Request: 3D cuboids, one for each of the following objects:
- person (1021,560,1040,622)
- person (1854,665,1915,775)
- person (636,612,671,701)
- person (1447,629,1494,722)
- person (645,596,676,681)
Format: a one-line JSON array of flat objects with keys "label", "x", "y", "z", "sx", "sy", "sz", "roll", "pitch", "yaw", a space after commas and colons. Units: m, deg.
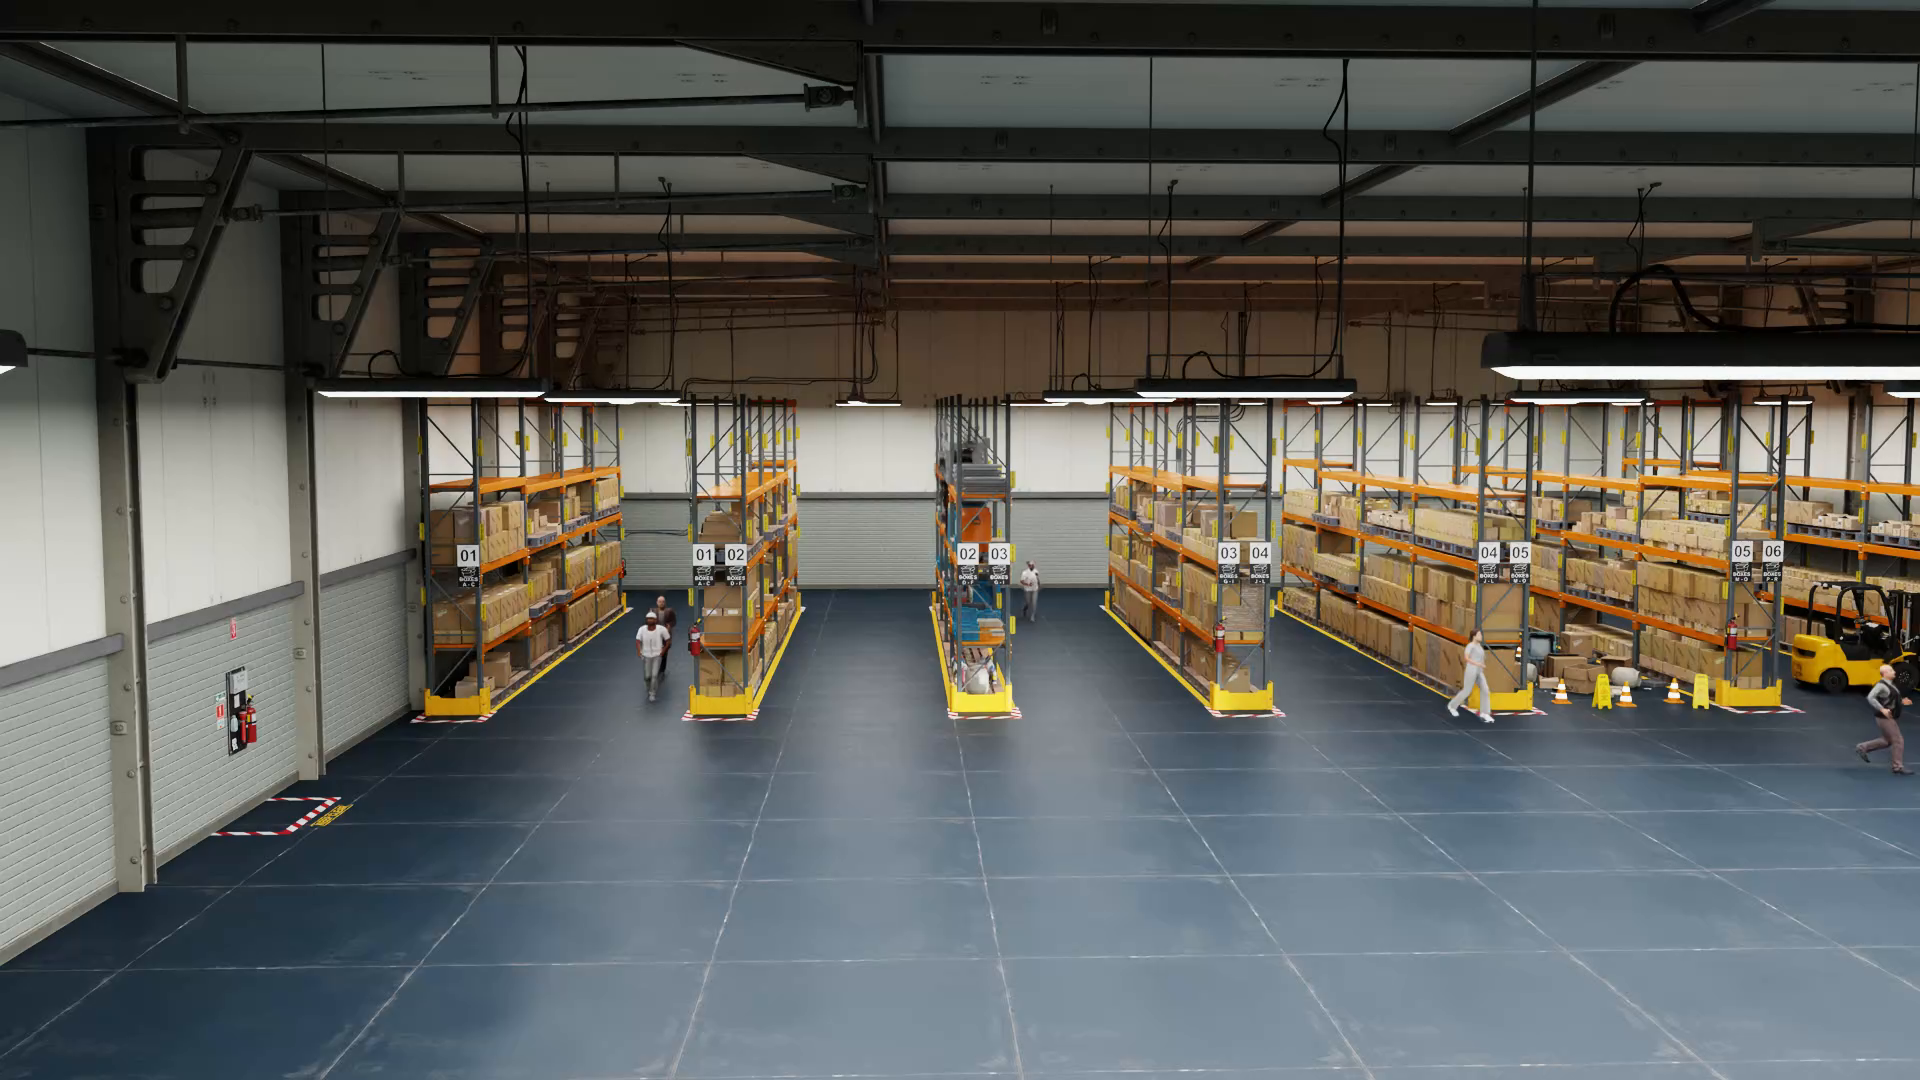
[{"label": "person", "x": 1.909, "y": 1.353, "z": 44.933, "sx": 0.576, "sy": 1.664, "sz": 0.731, "roll": -1, "pitch": 5, "yaw": -17}, {"label": "person", "x": 14.578, "y": 2.811, "z": 26.180, "sx": 0.887, "sy": 1.696, "sz": 0.668, "roll": 4, "pitch": 6, "yaw": 43}, {"label": "person", "x": -6.056, "y": 2.280, "z": 32.893, "sx": 0.698, "sy": 1.741, "sz": 0.662, "roll": 0, "pitch": 4, "yaw": -1}, {"label": "person", "x": 9.495, "y": 2.468, "z": 30.676, "sx": 0.608, "sy": 1.678, "sz": 0.934, "roll": -4, "pitch": 6, "yaw": -41}, {"label": "person", "x": -6.322, "y": 2.086, "z": 35.214, "sx": 0.613, "sy": 1.815, "sz": 0.909, "roll": -1, "pitch": 5, "yaw": -18}]
